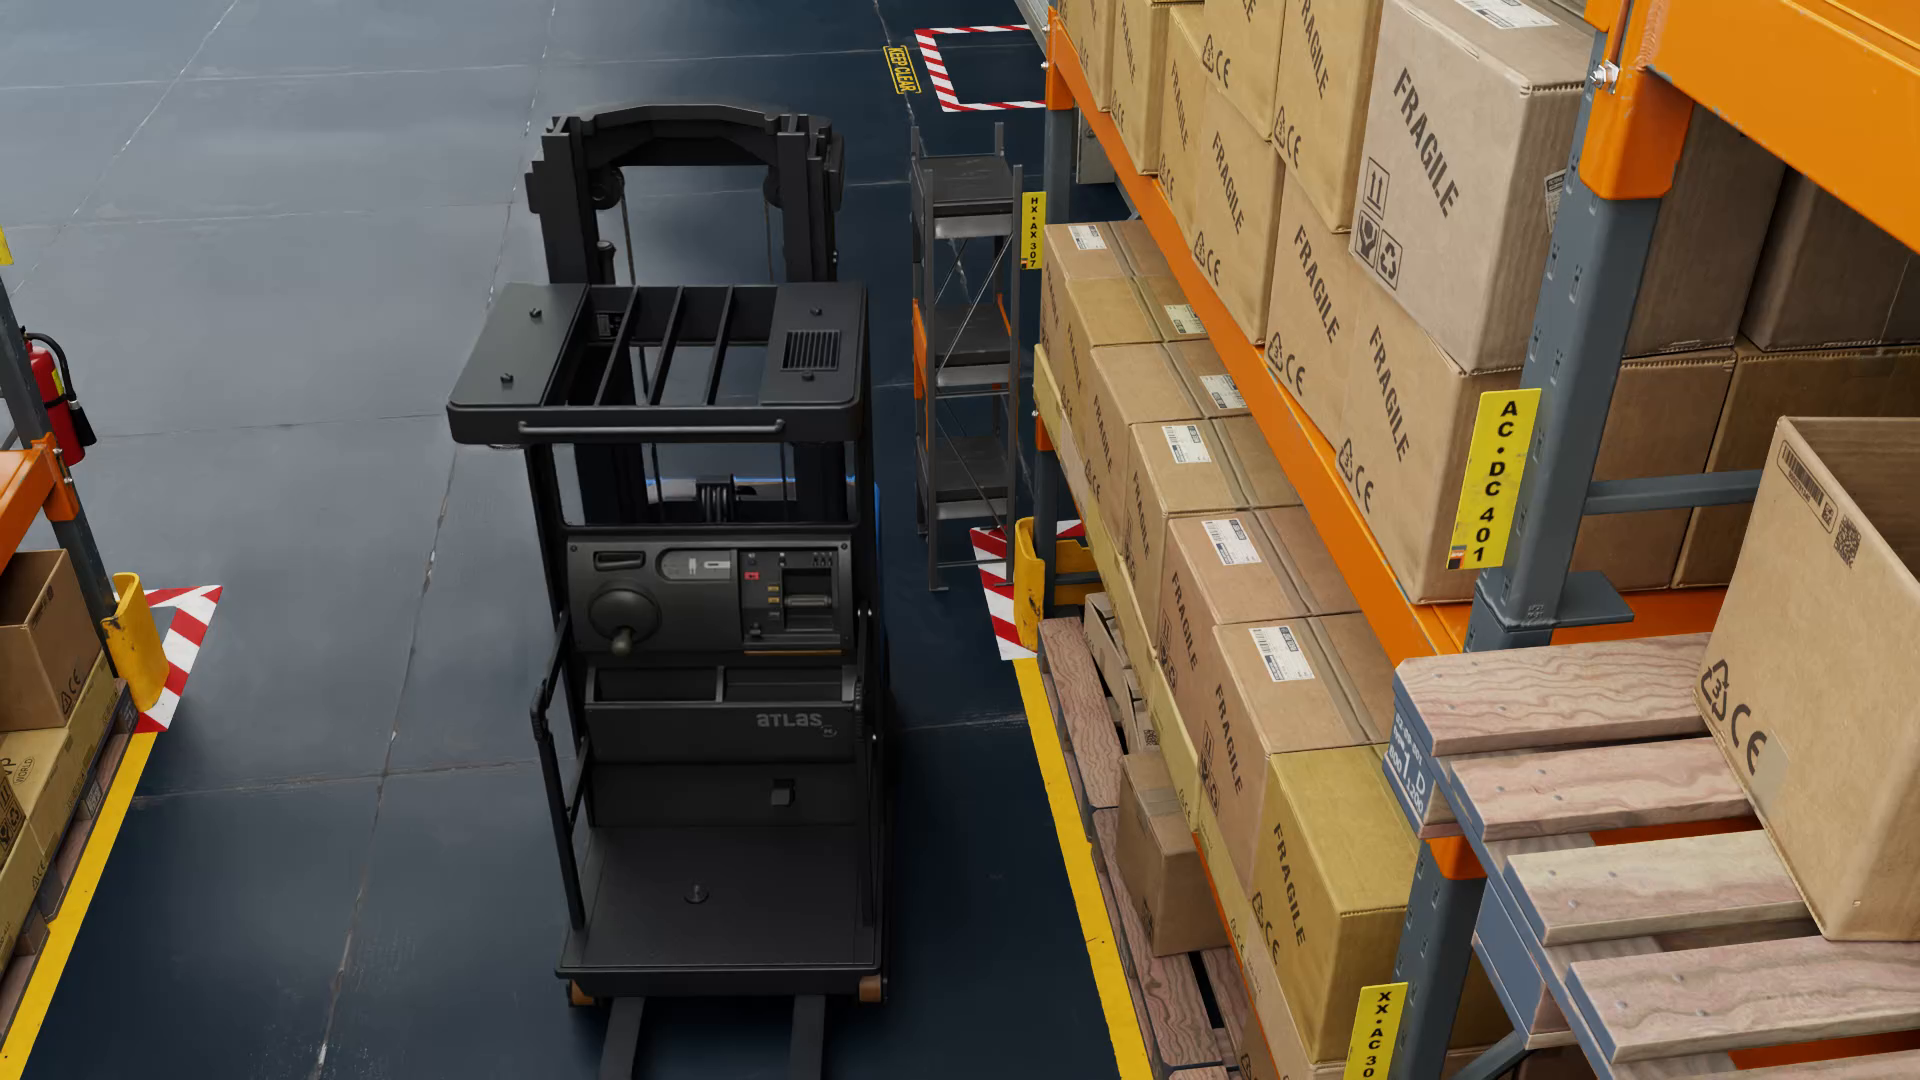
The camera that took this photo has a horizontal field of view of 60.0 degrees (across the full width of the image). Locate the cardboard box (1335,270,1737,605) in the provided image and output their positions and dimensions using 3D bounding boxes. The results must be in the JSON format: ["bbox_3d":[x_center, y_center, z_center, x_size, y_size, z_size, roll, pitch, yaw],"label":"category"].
[{"bbox_3d":[1.058,-0.236,3.163,0.500,0.500,0.500,-3,34,-5],"label":"cardboard box"}]

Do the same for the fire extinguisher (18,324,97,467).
[{"bbox_3d":[-3.631,-0.607,6.545,0.296,0.674,0.183,-4,35,-6],"label":"fire extinguisher"}]

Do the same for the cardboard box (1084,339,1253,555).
[{"bbox_3d":[0.719,-0.316,5.500,0.500,0.500,0.500,-5,35,-8],"label":"cardboard box"}]

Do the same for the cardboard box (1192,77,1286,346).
[{"bbox_3d":[0.891,-0.824,4.026,0.500,0.500,0.500,-6,35,-8],"label":"cardboard box"}]

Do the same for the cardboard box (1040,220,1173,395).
[{"bbox_3d":[0.599,-0.882,6.330,0.500,0.500,0.500,-4,35,-6],"label":"cardboard box"}]

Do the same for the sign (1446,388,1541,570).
[{"bbox_3d":[0.834,-0.090,2.596,0.100,0.325,0.005,-4,35,-6],"label":"sign"}]

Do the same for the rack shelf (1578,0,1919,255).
[{"bbox_3d":[1.640,0.417,0.641,1.077,0.370,4.000,-4,35,-6],"label":"rack shelf"}]

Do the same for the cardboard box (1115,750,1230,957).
[{"bbox_3d":[0.963,1.061,5.859,0.700,0.500,0.500,-6,35,-9],"label":"cardboard box"}]

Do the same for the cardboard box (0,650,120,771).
[{"bbox_3d":[-3.710,0.702,6.625,0.500,0.250,0.500,-4,35,-6],"label":"cardboard box"}]

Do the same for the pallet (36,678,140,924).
[{"bbox_3d":[-3.931,1.038,6.539,1.003,0.211,1.213,-4,35,-6],"label":"pallet"}]

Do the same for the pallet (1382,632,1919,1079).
[{"bbox_3d":[1.348,0.508,2.344,1.213,0.211,1.003,-4,35,-6],"label":"pallet"}]

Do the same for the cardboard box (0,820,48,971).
[{"bbox_3d":[-3.562,1.259,5.807,0.500,0.250,0.500,-4,35,-6],"label":"cardboard box"}]

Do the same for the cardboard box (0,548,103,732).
[{"bbox_3d":[-3.708,0.392,6.414,0.500,0.500,0.500,-4,35,-6],"label":"cardboard box"}]

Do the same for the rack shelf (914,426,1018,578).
[{"bbox_3d":[0.022,-0.186,7.925,0.431,0.518,0.480,-4,35,-6],"label":"rack shelf"}]

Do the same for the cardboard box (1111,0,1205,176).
[{"bbox_3d":[0.741,-1.406,4.880,0.500,0.500,0.500,-3,34,-4],"label":"cardboard box"}]

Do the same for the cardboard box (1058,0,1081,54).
[{"bbox_3d":[0.630,-1.998,5.748,0.500,0.500,0.500,-4,34,-5],"label":"cardboard box"}]

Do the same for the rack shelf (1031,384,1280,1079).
[{"bbox_3d":[1.102,0.499,5.493,1.077,0.370,4.000,-4,35,-6],"label":"rack shelf"}]

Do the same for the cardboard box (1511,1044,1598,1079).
[{"bbox_3d":[1.520,1.093,4.098,0.500,0.250,0.500,-4,34,-6],"label":"cardboard box"}]

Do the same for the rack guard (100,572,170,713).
[{"bbox_3d":[-4.078,0.482,7.099,1.175,0.500,0.348,-4,35,-6],"label":"rack guard"}]

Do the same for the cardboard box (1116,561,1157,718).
[{"bbox_3d":[0.796,0.291,5.275,0.500,0.250,0.500,-4,34,-6],"label":"cardboard box"}]

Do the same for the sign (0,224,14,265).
[{"bbox_3d":[-3.536,-1.147,6.031,0.100,0.325,0.005,-4,35,-6],"label":"sign"}]

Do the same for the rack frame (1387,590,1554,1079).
[{"bbox_3d":[1.371,1.317,3.653,1.000,3.000,0.127,-4,35,-6],"label":"rack frame"}]

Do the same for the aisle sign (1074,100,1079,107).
[{"bbox_3d":[0.526,-2.006,6.222,0.394,0.787,0.004,-4,35,-6],"label":"aisle sign"}]

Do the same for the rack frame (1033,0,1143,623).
[{"bbox_3d":[0.833,-0.915,6.929,1.000,3.000,0.127,-4,35,-6],"label":"rack frame"}]

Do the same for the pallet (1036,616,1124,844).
[{"bbox_3d":[0.917,0.736,6.982,1.003,0.211,1.213,-4,35,-6],"label":"pallet"}]

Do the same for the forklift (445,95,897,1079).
[{"bbox_3d":[-0.813,0.245,5.288,1.130,2.935,3.031,0,34,-1],"label":"forklift"}]

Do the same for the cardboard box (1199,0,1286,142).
[{"bbox_3d":[0.870,-1.240,3.747,0.500,0.500,0.500,-6,35,-8],"label":"cardboard box"}]

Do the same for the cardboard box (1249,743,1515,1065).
[{"bbox_3d":[1.001,0.821,3.831,0.500,0.500,0.500,-4,35,-6],"label":"cardboard box"}]

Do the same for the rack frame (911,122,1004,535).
[{"bbox_3d":[-0.011,-0.912,7.723,0.400,2.100,0.015,-4,35,-6],"label":"rack frame"}]

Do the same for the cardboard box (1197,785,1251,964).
[{"bbox_3d":[0.948,0.851,4.453,0.500,0.250,0.500,-4,35,-6],"label":"cardboard box"}]

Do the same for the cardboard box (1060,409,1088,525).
[{"bbox_3d":[0.668,-0.276,6.107,0.500,0.250,0.500,-5,35,-8],"label":"cardboard box"}]

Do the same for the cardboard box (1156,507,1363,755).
[{"bbox_3d":[0.871,0.261,4.653,0.500,0.500,0.500,-5,35,-8],"label":"cardboard box"}]

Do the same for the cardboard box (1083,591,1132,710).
[{"bbox_3d":[0.837,0.408,6.985,0.500,0.311,0.500,-8,35,-12],"label":"cardboard box"}]

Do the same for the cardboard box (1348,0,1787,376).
[{"bbox_3d":[1.035,-0.644,2.873,0.500,0.500,0.500,-7,35,-10],"label":"cardboard box"}]

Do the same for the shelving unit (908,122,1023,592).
[{"bbox_3d":[0.022,-0.775,7.523,0.431,2.100,0.503,-4,35,-6],"label":"shelving unit"}]

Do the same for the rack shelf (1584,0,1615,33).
[{"bbox_3d":[1.102,-1.979,3.805,1.077,0.370,4.000,-4,35,-6],"label":"rack shelf"}]
